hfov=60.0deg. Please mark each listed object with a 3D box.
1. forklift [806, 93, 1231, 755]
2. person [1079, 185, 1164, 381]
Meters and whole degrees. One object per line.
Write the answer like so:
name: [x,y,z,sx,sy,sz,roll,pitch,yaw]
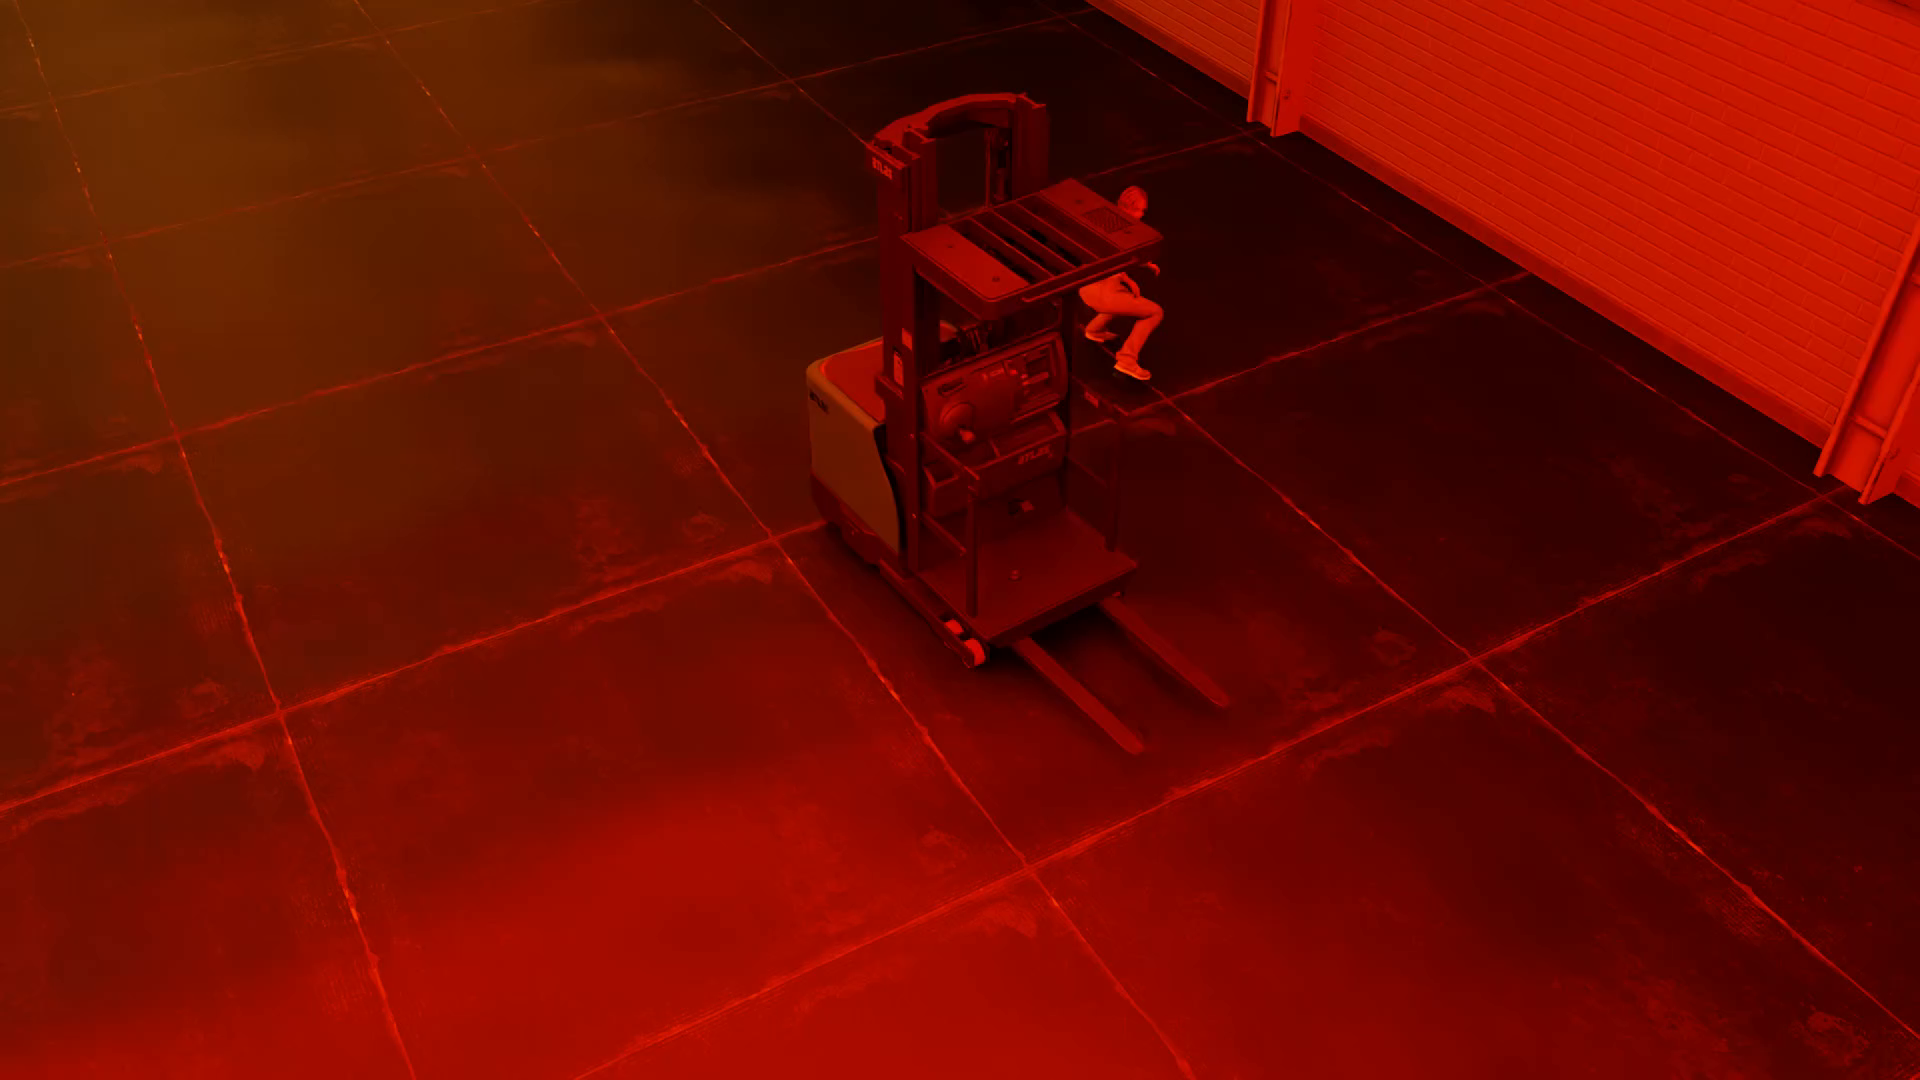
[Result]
forklift: [0.318,-0.755,8.946,1.130,2.935,3.031,-24,45,-26]
person: [1.127,-1.771,11.451,0.635,1.386,0.771,-4,40,-4]
